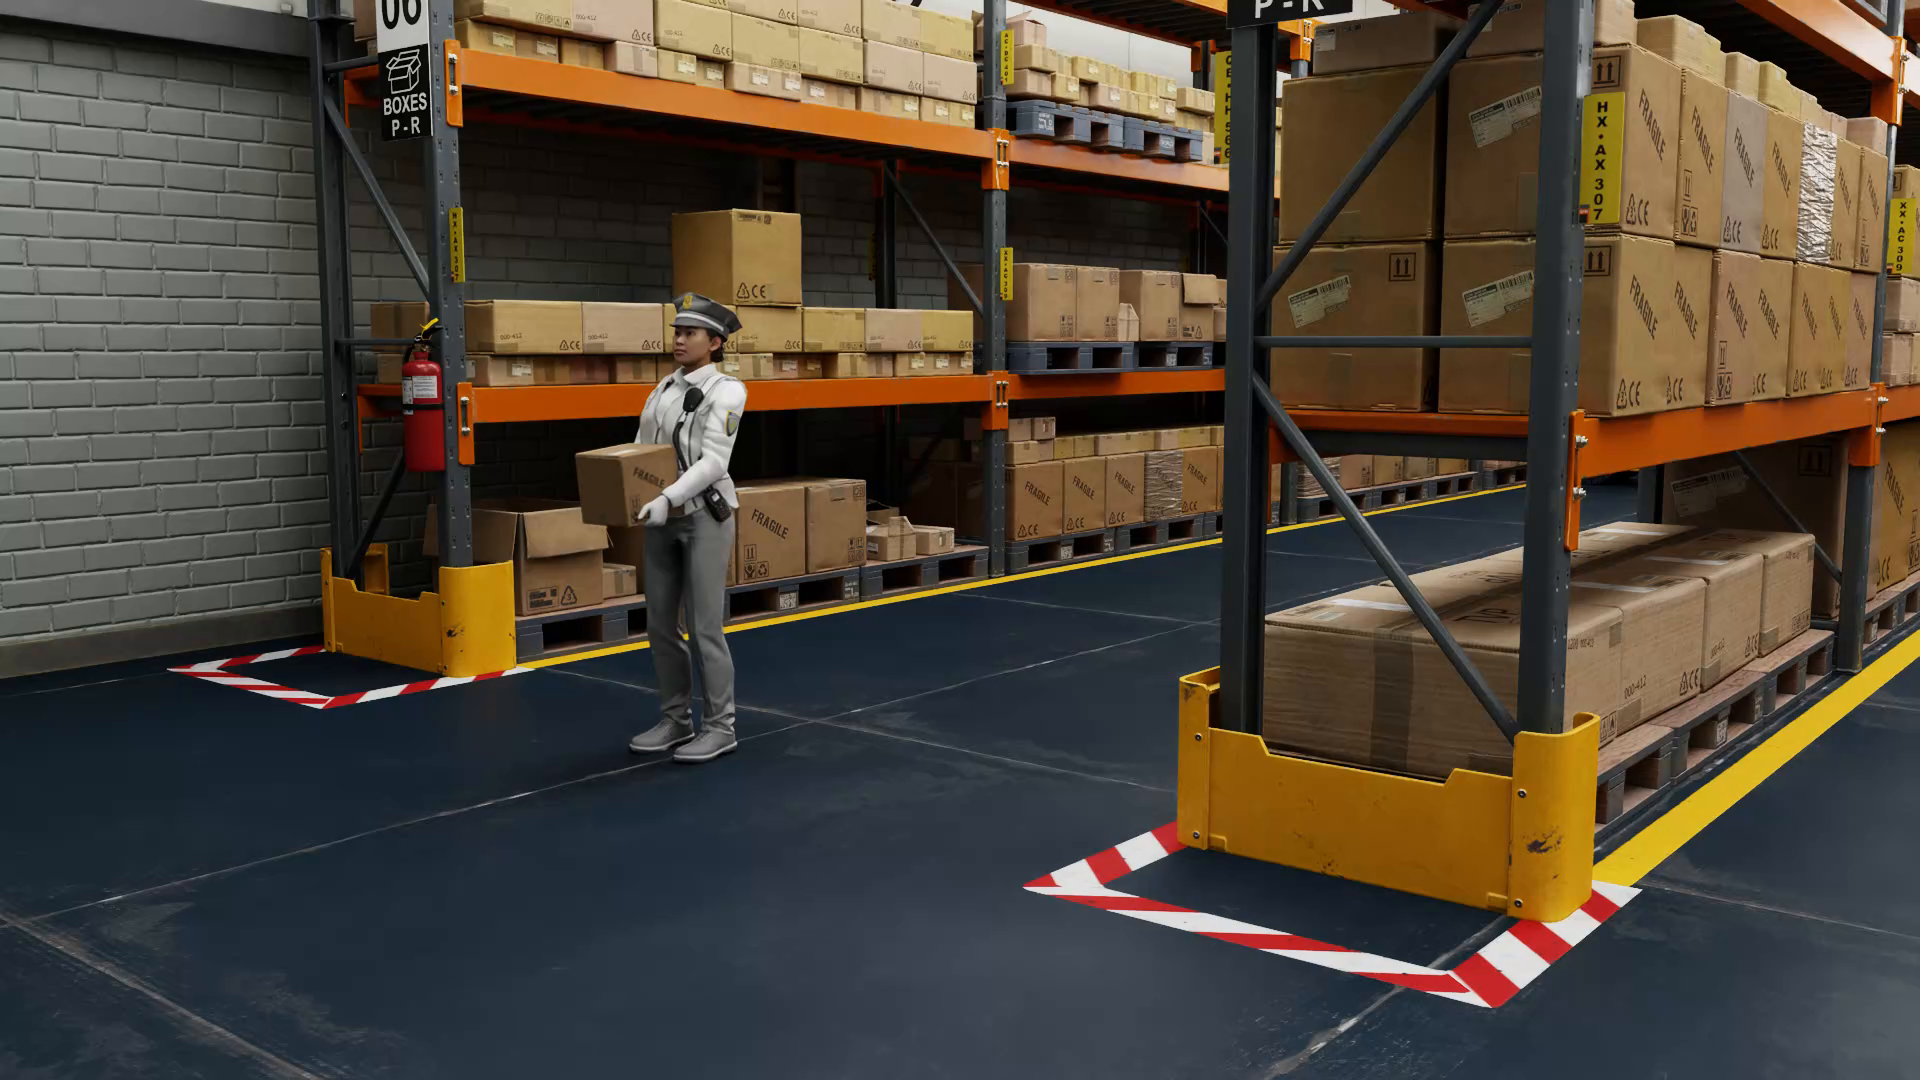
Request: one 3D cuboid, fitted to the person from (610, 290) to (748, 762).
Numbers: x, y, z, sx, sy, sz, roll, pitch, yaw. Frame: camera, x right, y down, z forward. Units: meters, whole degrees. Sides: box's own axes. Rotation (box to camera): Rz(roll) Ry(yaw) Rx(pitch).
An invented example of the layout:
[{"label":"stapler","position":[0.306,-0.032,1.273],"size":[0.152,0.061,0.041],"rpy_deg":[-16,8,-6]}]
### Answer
[{"label":"person","position":[-1.029,-0.051,6.022],"size":[0.467,1.695,0.554],"rpy_deg":[5,9,38]}]
